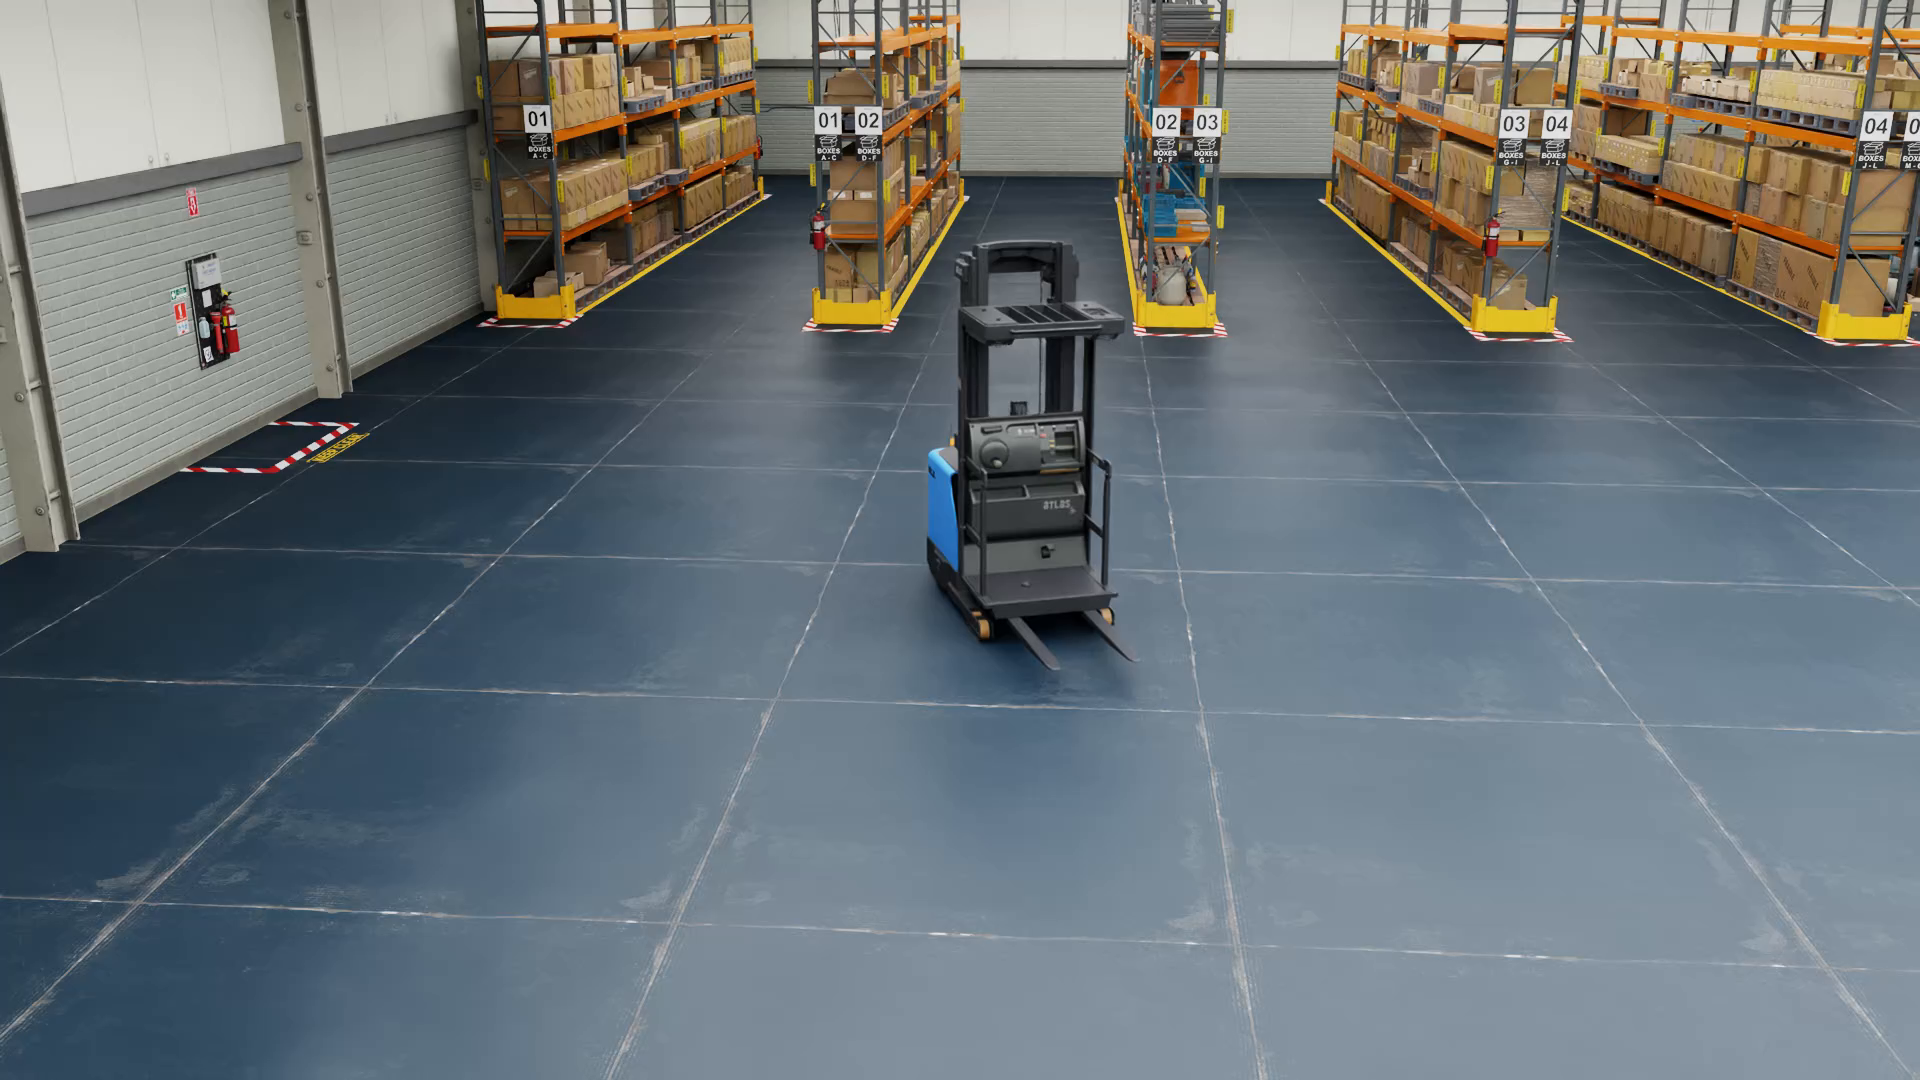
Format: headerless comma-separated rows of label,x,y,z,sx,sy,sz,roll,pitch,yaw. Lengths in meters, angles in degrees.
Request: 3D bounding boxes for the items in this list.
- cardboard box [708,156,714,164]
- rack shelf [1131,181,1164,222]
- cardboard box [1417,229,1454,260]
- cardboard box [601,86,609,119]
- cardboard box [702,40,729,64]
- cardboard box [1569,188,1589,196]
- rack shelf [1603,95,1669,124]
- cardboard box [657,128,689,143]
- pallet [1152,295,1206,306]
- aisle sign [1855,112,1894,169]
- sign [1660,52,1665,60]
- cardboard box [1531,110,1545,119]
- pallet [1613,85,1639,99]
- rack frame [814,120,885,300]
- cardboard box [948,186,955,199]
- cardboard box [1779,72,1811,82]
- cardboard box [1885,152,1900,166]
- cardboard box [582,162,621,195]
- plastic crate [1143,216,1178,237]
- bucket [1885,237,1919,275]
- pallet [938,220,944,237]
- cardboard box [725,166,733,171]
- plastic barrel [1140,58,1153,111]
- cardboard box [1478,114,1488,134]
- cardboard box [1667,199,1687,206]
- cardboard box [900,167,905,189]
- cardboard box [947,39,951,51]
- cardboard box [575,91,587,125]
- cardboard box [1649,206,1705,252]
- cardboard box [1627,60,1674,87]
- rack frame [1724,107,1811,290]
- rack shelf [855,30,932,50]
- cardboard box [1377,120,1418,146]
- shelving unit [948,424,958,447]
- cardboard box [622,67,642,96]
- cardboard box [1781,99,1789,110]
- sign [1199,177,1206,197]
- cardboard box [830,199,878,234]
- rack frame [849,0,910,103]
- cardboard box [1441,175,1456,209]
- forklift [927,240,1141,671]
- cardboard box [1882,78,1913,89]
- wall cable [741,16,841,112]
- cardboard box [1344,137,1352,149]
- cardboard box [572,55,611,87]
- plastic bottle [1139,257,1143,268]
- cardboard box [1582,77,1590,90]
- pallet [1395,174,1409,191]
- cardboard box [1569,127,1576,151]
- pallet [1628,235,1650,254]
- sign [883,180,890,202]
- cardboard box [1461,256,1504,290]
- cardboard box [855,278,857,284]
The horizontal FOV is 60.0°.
cardboard box,-5.485,-8.139,35.644,0.380,0.149,0.250,1,18,4
rack shelf,3.726,-6.176,30.435,1.077,0.370,4.000,1,18,4
cardboard box,8.681,-5.319,29.972,0.700,0.500,0.500,0,18,-1
cardboard box,-6.137,-7.281,27.643,0.500,0.500,0.500,0,18,-1
cardboard box,-5.394,-10.775,36.700,0.500,0.500,0.500,1,18,3
cardboard box,13.823,-7.779,37.121,0.380,0.149,0.250,1,18,2
rack shelf,13.893,-8.591,32.988,1.077,0.370,4.000,1,18,4
cardboard box,-5.720,-8.059,33.152,0.500,0.250,0.500,2,18,5
pallet,3.318,-3.606,25.915,1.003,0.211,1.213,1,18,4
aisle sign,12.872,-5.621,23.413,0.394,0.787,0.004,1,18,4
sign,14.590,-9.975,34.596,0.100,0.325,0.005,1,18,4
cardboard box,8.487,-6.167,24.038,0.380,0.149,0.250,1,18,4
pallet,13.815,-8.953,33.240,1.213,0.211,1.003,1,18,4
rack frame,-1.644,-4.766,24.977,1.000,3.000,0.127,1,18,4
cardboard box,-0.388,-8.169,39.072,0.500,0.250,0.500,1,18,4
cardboard box,13.044,-7.233,25.979,0.380,0.149,0.250,1,18,3
cardboard box,18.525,-7.448,32.601,0.500,0.250,0.500,1,18,2
cardboard box,-6.054,-6.103,28.063,0.500,0.500,0.500,1,18,4
plastic crate,3.034,-4.745,25.154,0.499,0.251,0.616,1,18,4
bucket,15.753,-4.717,27.643,0.726,0.611,0.620,8,10,23
pallet,-0.889,-6.534,34.852,1.003,0.211,1.213,1,18,4
cardboard box,-5.615,-8.831,39.681,0.380,0.149,0.250,1,18,4
plastic barrel,3.450,-7.926,28.999,0.600,0.901,0.600,0,18,0
cardboard box,8.050,-6.208,24.803,0.500,0.250,0.500,1,18,4
cardboard box,14.041,-6.463,32.292,0.500,0.250,0.500,0,18,1
cardboard box,-1.248,-6.457,29.979,0.500,0.500,0.500,3,18,8
cardboard box,-0.567,-11.212,38.067,0.700,0.500,0.500,1,18,4
cardboard box,-6.205,-6.783,26.124,0.500,0.500,0.500,2,18,6
cardboard box,13.616,-5.829,31.161,1.050,0.750,0.750,1,18,3
cardboard box,13.795,-9.326,33.235,0.797,0.503,0.637,1,18,3
rack frame,13.463,-5.644,27.656,1.000,3.000,0.127,1,18,4
rack shelf,-1.214,-8.948,29.904,1.077,0.370,4.000,1,18,4
cardboard box,8.998,-8.383,34.245,0.797,0.503,0.637,1,18,5
shelving unit,0.004,-0.516,15.137,0.215,1.050,0.252,1,18,4
cardboard box,-6.091,-8.341,30.236,0.500,0.500,0.500,1,18,2
cardboard box,13.027,-6.775,25.861,0.380,0.149,0.250,1,18,3
sign,4.131,-6.012,28.336,0.100,0.325,0.005,1,18,4
cardboard box,-1.598,-4.958,25.403,0.700,0.500,0.500,1,18,4
rack frame,-1.357,-8.859,27.834,1.000,3.000,0.127,1,18,4
cardboard box,8.358,-5.682,27.134,0.875,0.500,0.500,1,18,4
forklift,0.585,-0.747,12.822,1.130,2.935,3.031,-5,19,-14
cardboard box,13.555,-6.587,24.006,0.380,0.149,0.250,1,18,3
wall cable,-4.676,-12.968,45.362,3.097,2.526,0.112,1,18,4
cardboard box,8.977,-8.960,37.540,0.500,0.250,0.500,1,18,3
cardboard box,-6.093,-7.742,27.444,0.500,0.500,0.500,2,18,7
plastic bottle,3.123,-4.720,28.512,0.097,0.271,0.097,0,18,0
cardboard box,13.886,-9.953,36.233,0.500,0.250,0.500,1,18,3
pallet,8.865,-6.713,31.228,1.213,0.211,1.003,1,18,4
cardboard box,13.925,-8.949,37.106,0.500,0.500,0.500,1,18,2
pallet,13.807,-5.803,32.622,1.003,0.211,1.213,1,18,4
sign,-1.091,-5.200,24.786,0.100,0.325,0.005,1,18,4
cardboard box,8.455,-4.301,26.900,0.500,0.500,0.500,0,18,-1
cardboard box,-1.877,-3.987,26.343,0.500,0.250,0.500,1,18,4
